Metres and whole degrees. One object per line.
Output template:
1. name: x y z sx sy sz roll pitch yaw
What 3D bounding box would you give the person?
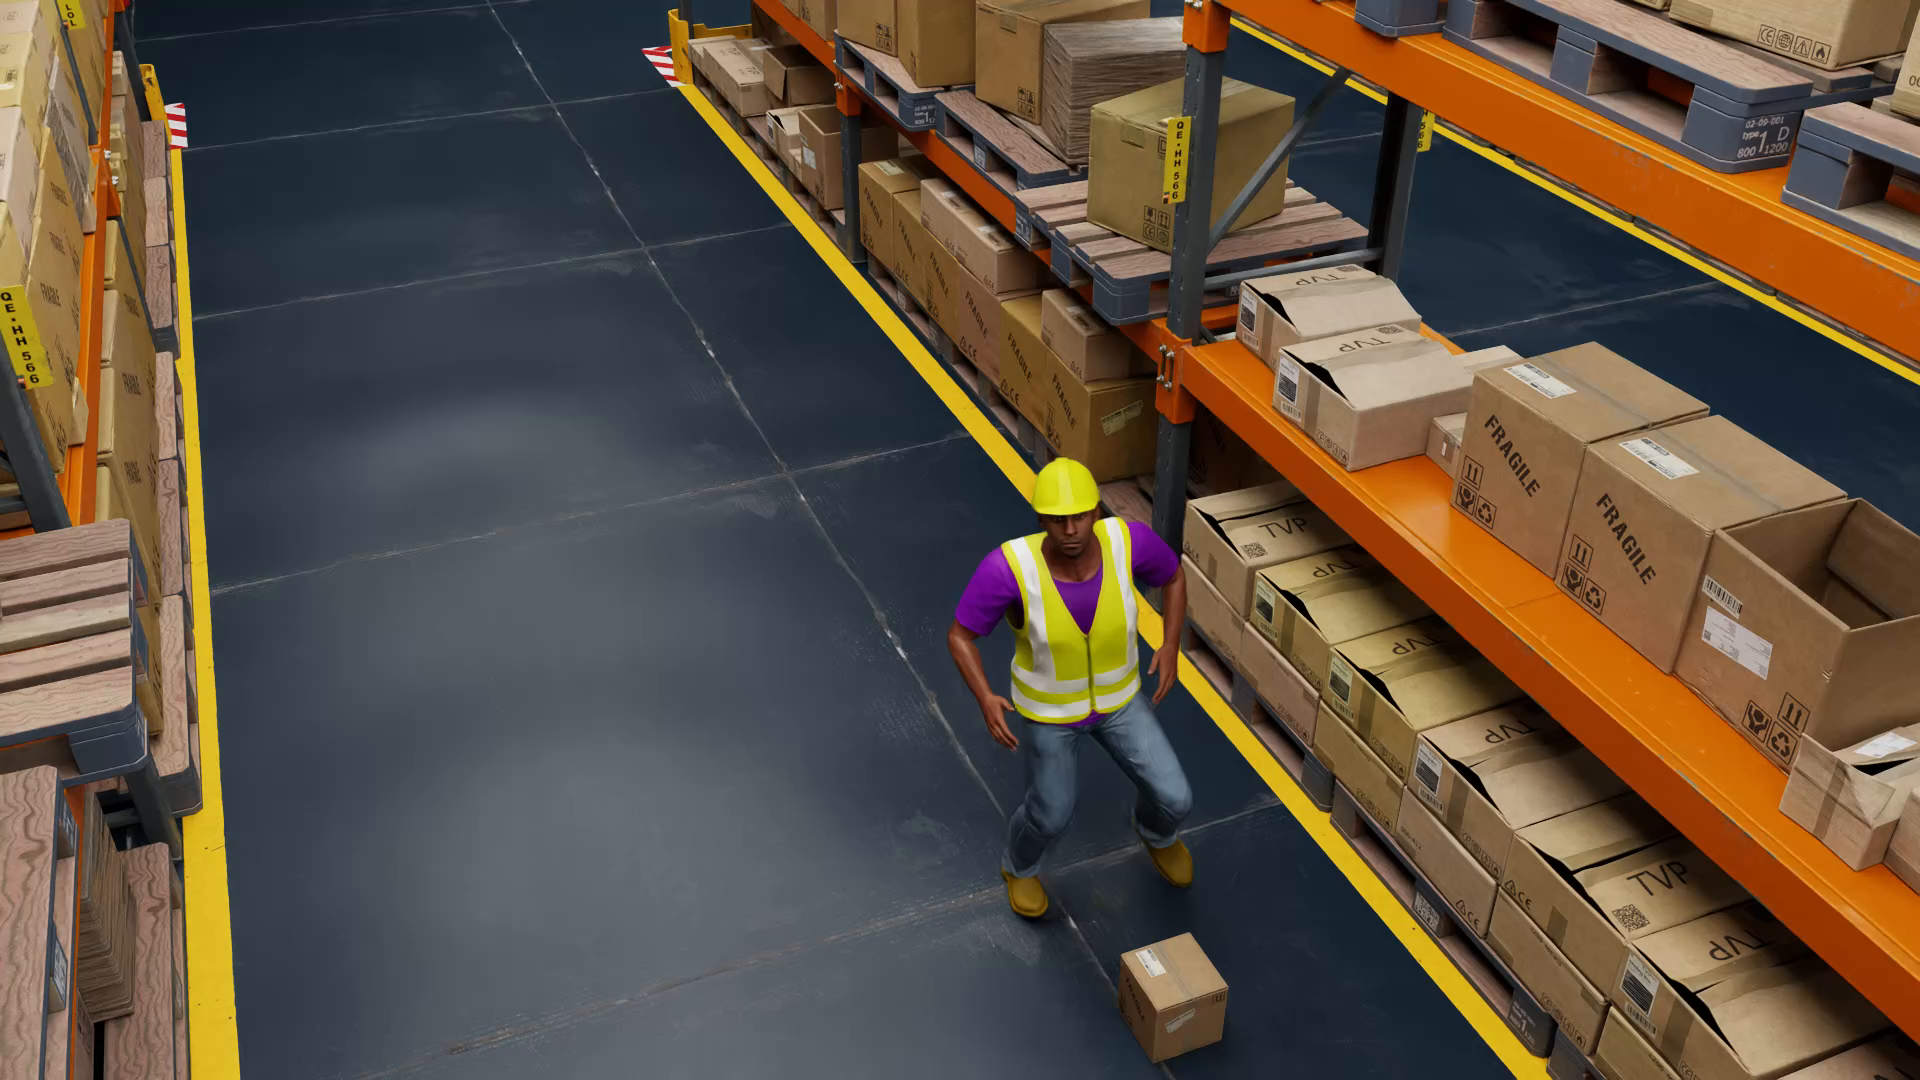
1. person: 0.413 0.541 5.324 0.823 1.725 0.548 -11 35 -17
